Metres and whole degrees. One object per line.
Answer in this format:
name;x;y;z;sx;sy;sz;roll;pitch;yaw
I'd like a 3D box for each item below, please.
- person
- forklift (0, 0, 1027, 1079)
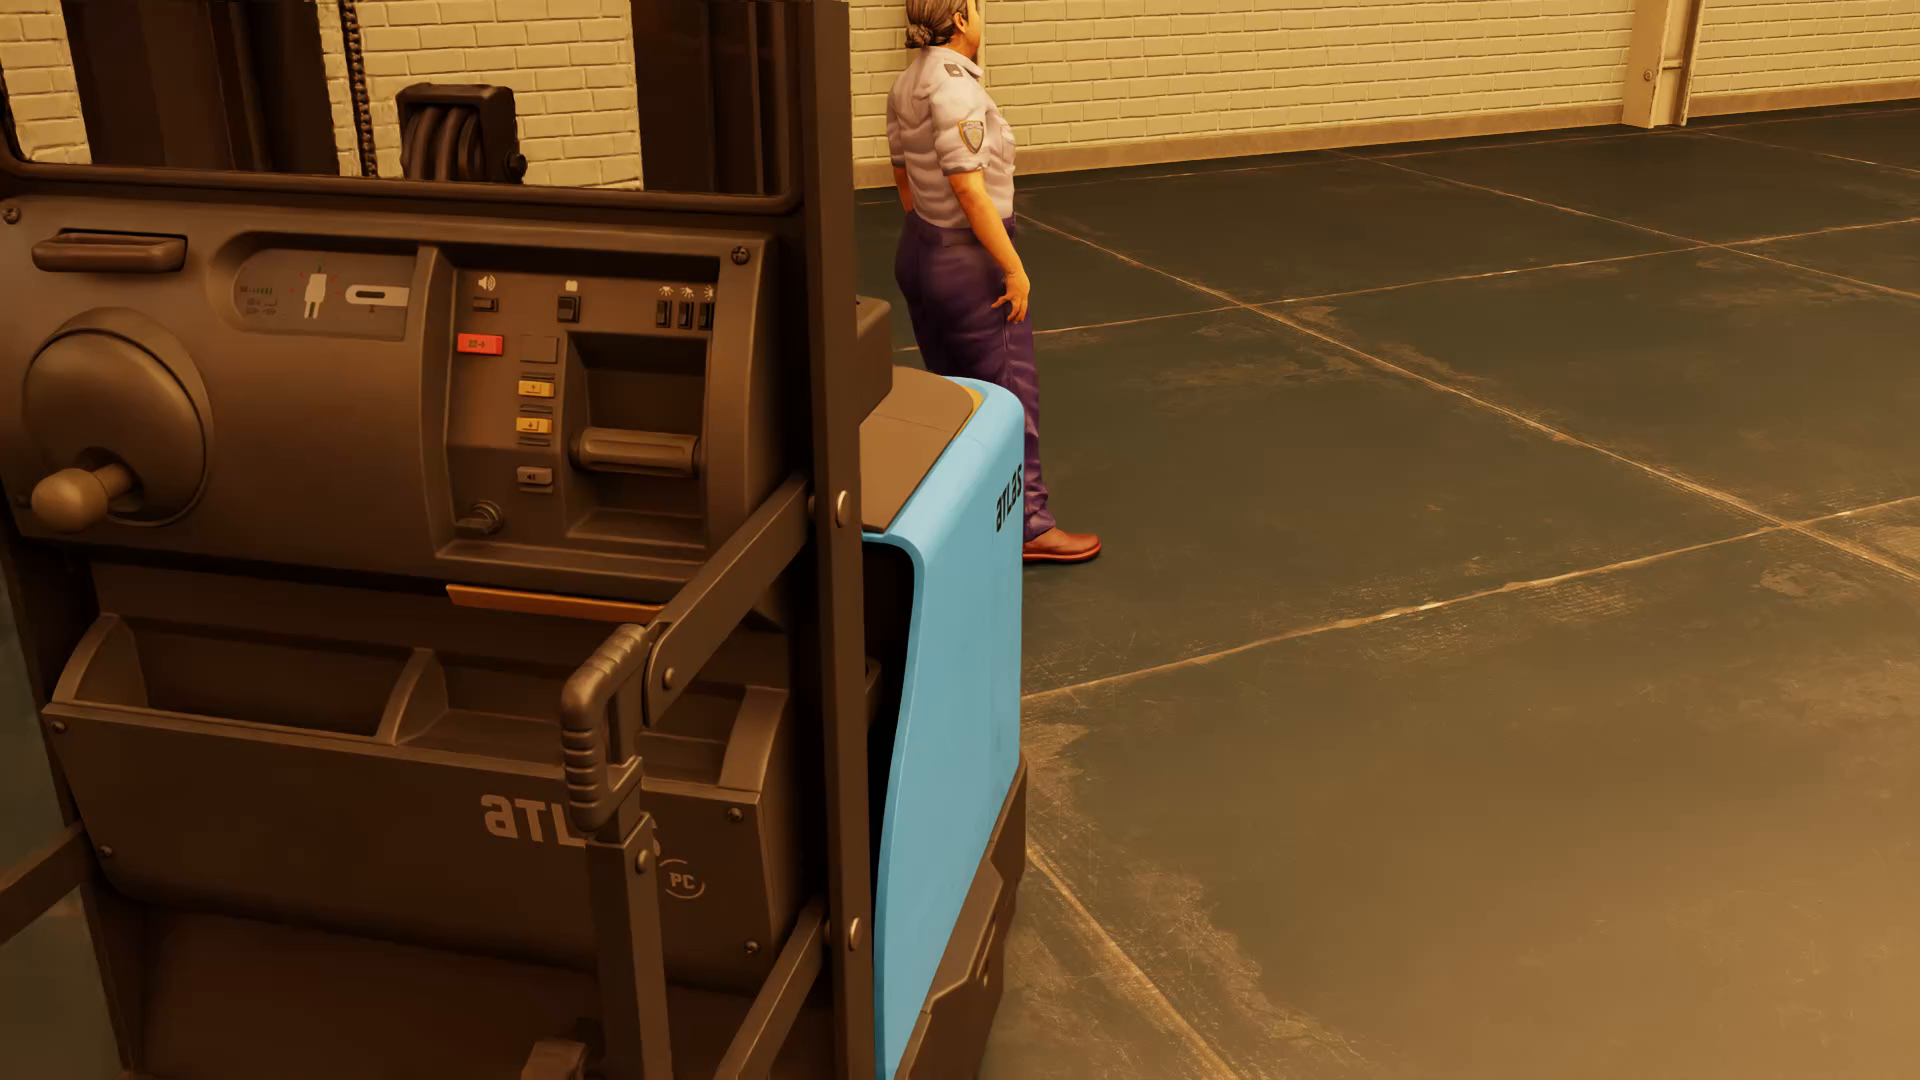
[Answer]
person;0.091;-0.774;4.804;0.502;1.651;0.598;-10;25;-23
forklift;-0.708;-0.146;1.638;1.130;2.935;3.031;5;23;12
